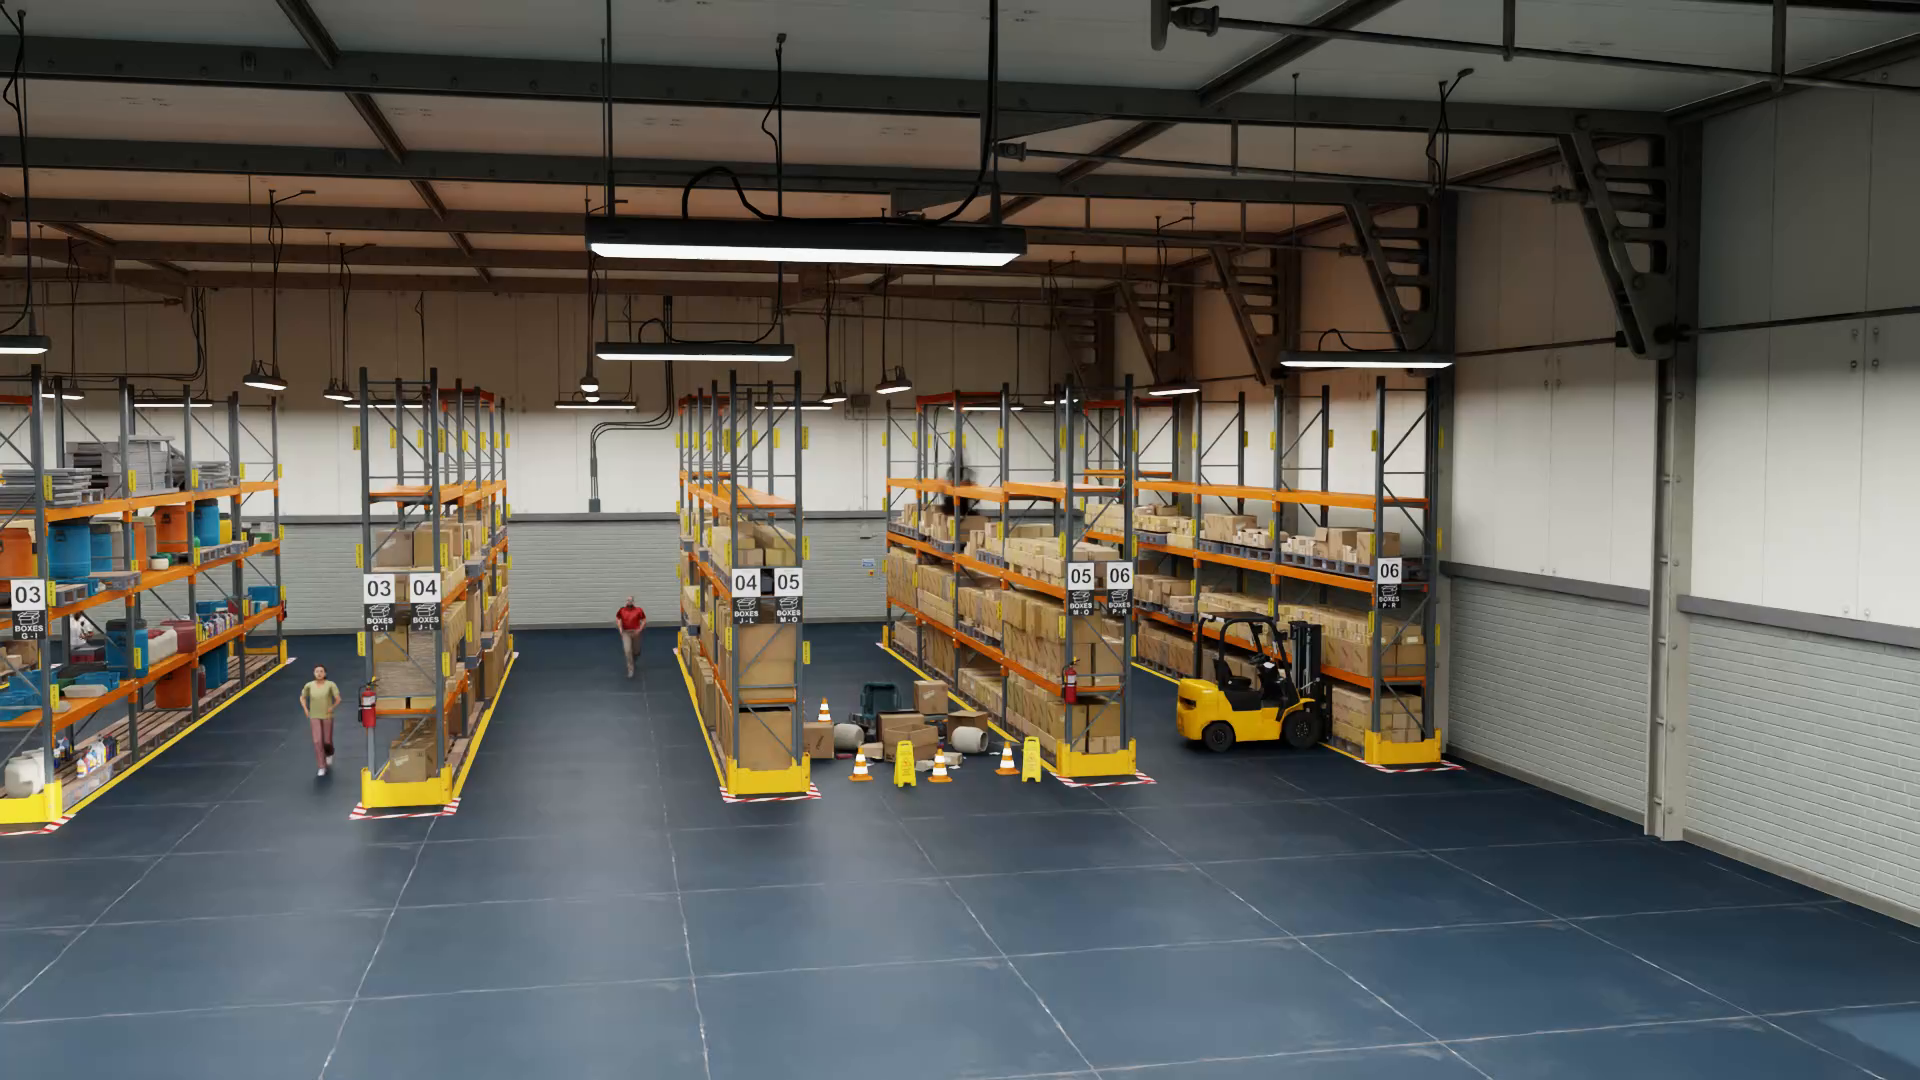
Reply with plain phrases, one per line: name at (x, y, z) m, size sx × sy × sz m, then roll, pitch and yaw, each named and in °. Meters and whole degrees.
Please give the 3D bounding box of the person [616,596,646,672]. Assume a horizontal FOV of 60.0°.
person at (-7.068, 1.999, 35.754) m, size 0.639 × 1.611 × 0.802 m, roll -1°, pitch 4°, yaw -16°

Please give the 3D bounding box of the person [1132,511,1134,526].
person at (-6.366, 1.194, 28.157) m, size 12.883 × 2.566 × 24.687 m, roll 1°, pitch 4°, yaw 20°

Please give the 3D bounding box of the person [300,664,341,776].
person at (-9.653, 2.689, 25.105) m, size 0.588 × 1.651 × 0.688 m, roll -1°, pitch 4°, yaw -16°

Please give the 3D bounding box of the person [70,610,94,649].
person at (-17.968, 2.150, 33.873) m, size 0.588 × 1.666 × 0.805 m, roll -1°, pitch 4°, yaw -20°
